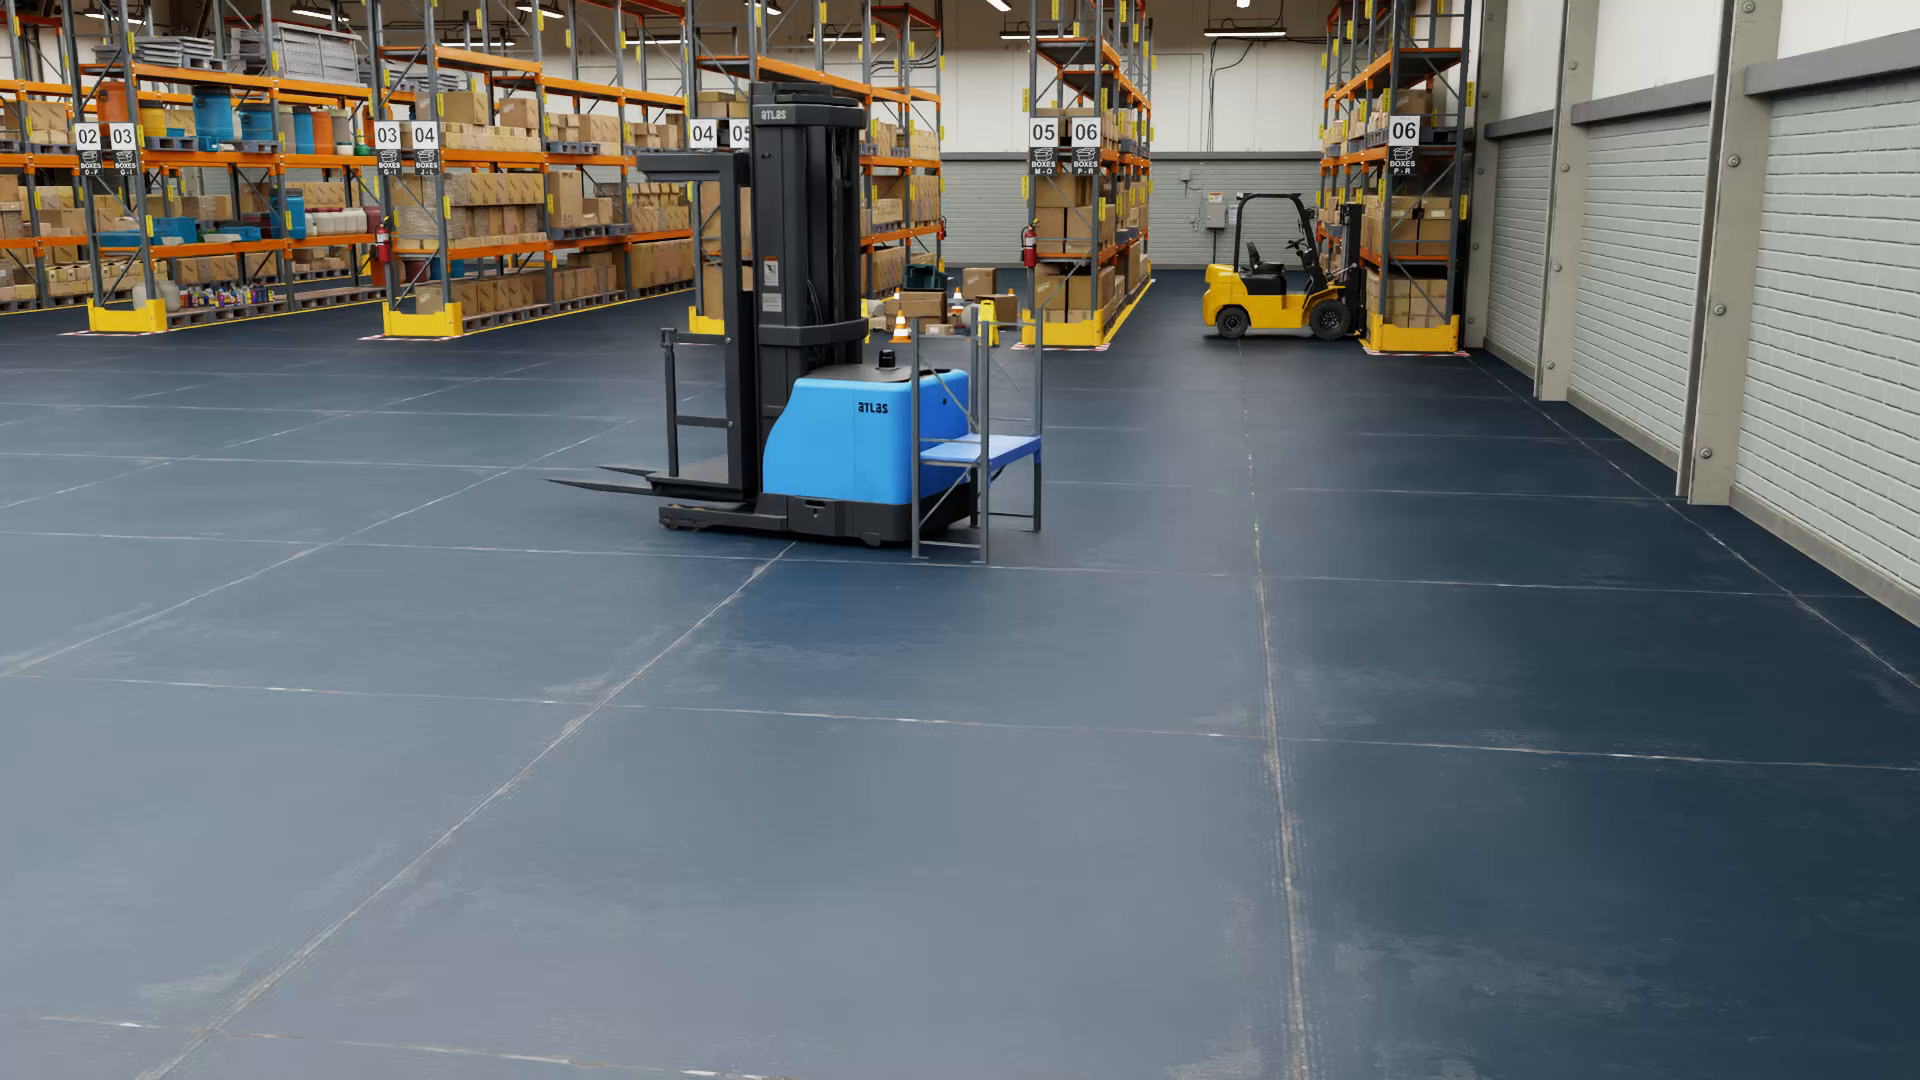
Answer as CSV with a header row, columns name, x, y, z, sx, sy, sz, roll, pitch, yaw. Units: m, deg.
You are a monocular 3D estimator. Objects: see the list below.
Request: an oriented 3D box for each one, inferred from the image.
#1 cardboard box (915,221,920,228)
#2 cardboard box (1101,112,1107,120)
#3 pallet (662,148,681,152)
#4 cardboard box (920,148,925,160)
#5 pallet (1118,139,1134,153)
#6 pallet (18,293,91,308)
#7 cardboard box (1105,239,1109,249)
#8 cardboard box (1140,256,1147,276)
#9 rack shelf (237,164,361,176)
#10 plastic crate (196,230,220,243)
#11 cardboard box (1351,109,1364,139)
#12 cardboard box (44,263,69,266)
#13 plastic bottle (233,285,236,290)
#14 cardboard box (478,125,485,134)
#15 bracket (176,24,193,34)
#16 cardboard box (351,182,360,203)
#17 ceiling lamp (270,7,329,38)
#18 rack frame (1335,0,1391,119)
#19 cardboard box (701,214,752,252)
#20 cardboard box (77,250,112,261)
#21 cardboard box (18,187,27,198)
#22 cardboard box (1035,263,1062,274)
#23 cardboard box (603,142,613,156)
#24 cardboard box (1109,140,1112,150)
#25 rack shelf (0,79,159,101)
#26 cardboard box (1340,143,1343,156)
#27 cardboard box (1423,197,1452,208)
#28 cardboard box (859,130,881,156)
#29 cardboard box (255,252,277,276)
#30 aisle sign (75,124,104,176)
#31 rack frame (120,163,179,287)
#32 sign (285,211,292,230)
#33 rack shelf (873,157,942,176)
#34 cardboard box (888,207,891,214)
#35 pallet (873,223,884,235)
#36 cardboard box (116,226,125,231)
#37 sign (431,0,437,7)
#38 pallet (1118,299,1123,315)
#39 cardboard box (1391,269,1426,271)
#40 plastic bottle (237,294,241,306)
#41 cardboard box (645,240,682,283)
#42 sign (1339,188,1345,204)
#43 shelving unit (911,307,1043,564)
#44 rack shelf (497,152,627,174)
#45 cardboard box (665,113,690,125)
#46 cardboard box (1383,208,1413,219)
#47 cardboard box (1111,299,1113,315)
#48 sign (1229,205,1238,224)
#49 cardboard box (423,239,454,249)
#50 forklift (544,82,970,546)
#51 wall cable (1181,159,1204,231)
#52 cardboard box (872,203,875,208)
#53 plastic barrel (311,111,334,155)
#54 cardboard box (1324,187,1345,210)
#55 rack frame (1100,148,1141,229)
name,x,y,z,sx,sy,sz,roll,pitch,yaw
cardboard box,-1.106,-7.090,37.370,0.380,0.149,0.250,2,12,10
cardboard box,1.973,-6.261,24.508,0.380,0.149,0.250,2,12,8
pallet,-6.557,-8.307,35.752,0.805,0.209,1.217,1,12,6
cardboard box,-1.079,-8.638,37.190,0.500,0.250,0.500,2,12,11
pallet,2.298,-6.639,28.007,1.213,0.211,1.003,2,12,9
pallet,-17.408,-4.574,31.717,1.003,0.211,1.213,2,12,9
cardboard box,2.123,-4.622,25.915,0.380,0.149,0.250,2,12,9
cardboard box,3.808,-6.259,38.002,0.875,0.438,0.875,2,12,10
rack shelf,-15.945,-8.979,40.125,1.077,0.370,4.000,2,12,9
plastic crate,-13.076,-5.244,28.711,0.450,0.188,0.662,2,12,9
cardboard box,7.287,-7.331,29.297,0.700,0.500,0.500,2,12,8
cardboard box,-17.551,-5.224,32.312,0.500,0.311,0.500,2,12,8
plastic bottle,-13.071,-4.451,29.957,0.097,0.271,0.097,0,12,0
cardboard box,-7.805,-6.536,26.490,0.380,0.149,0.250,1,12,6
bracket,-20.685,-13.625,44.311,0.235,0.232,0.430,2,12,9
cardboard box,-15.434,-8.717,41.710,0.500,0.500,0.500,2,12,8
ceiling lamp,-17.624,-14.703,44.004,2.000,3.185,0.800,2,12,9
rack frame,8.233,-9.578,34.076,1.000,3.000,0.127,2,12,9
cardboard box,-3.412,-4.599,24.856,0.875,0.550,0.550,2,12,9
cardboard box,-20.931,-6.743,40.101,0.700,0.500,0.500,2,12,9
cardboard box,-21.211,-7.754,37.085,0.500,0.250,0.500,2,12,7
cardboard box,1.338,-4.106,25.135,0.380,0.149,0.250,2,12,10
cardboard box,-6.973,-7.476,31.799,0.500,0.250,0.500,2,12,8
cardboard box,2.178,-6.194,26.091,0.380,0.149,0.250,2,12,10
rack shelf,-17.175,-8.585,32.124,1.077,0.370,4.000,2,12,9
cardboard box,7.610,-7.529,32.045,0.500,0.250,0.500,2,12,9
cardboard box,6.753,-4.775,23.546,0.380,0.149,0.250,2,12,11
cardboard box,-1.843,-7.737,32.419,0.500,0.500,0.500,2,12,9
cardboard box,-16.045,-6.329,38.131,0.500,0.500,0.500,2,12,8
aisle sign,-13.509,-6.054,25.795,0.394,0.787,0.004,2,12,9
rack frame,-16.867,-6.615,34.570,1.000,3.000,0.127,2,12,9
sign,-12.047,-5.737,29.835,0.100,0.325,0.005,2,12,9
rack shelf,-1.271,-8.476,37.789,1.077,0.370,4.000,2,12,9
cardboard box,-1.644,-6.809,34.360,0.380,0.149,0.250,2,12,9
pallet,-2.190,-6.170,32.958,1.213,0.211,1.003,2,12,9
cardboard box,-17.008,-6.225,33.356,0.380,0.149,0.250,3,12,13
sign,-7.774,-8.039,24.529,0.100,0.325,0.005,2,12,9
pallet,2.401,-4.194,29.951,1.003,0.211,1.213,2,12,9
cardboard box,7.055,-4.115,26.125,0.500,0.250,0.500,2,12,8
plastic bottle,-12.502,-4.159,28.769,0.097,0.201,0.097,0,12,0
cardboard box,-6.680,-5.973,35.636,1.225,0.875,0.875,1,12,7
sign,7.080,-6.355,30.803,0.100,0.325,0.005,2,12,9
shelving unit,0.124,-0.704,10.701,0.538,1.500,1.048,5,13,21
rack shelf,-7.387,-6.992,30.905,1.077,0.370,4.000,2,12,9
cardboard box,-6.313,-9.458,37.388,0.500,0.250,0.500,1,12,5
cardboard box,6.164,-4.594,23.415,0.380,0.149,0.250,2,12,9
cardboard box,2.200,-3.758,26.841,0.500,0.250,0.500,2,12,7
sign,7.360,-8.695,44.443,0.329,0.494,0.001,2,12,9
cardboard box,-8.030,-4.557,25.615,0.380,0.149,0.250,2,12,9
forklift,-1.489,-1.581,11.373,3.031,2.935,1.130,6,13,25
wall cable,6.190,-9.266,44.455,0.588,1.984,0.122,2,12,9
cardboard box,-1.893,-6.631,32.830,0.380,0.149,0.250,2,12,7
plastic barrel,-12.415,-7.830,32.068,0.600,0.830,0.708,2,12,9
cardboard box,8.282,-7.519,36.630,0.500,0.500,0.500,2,12,10
rack frame,3.328,-6.805,35.451,1.000,3.000,0.127,2,12,9
